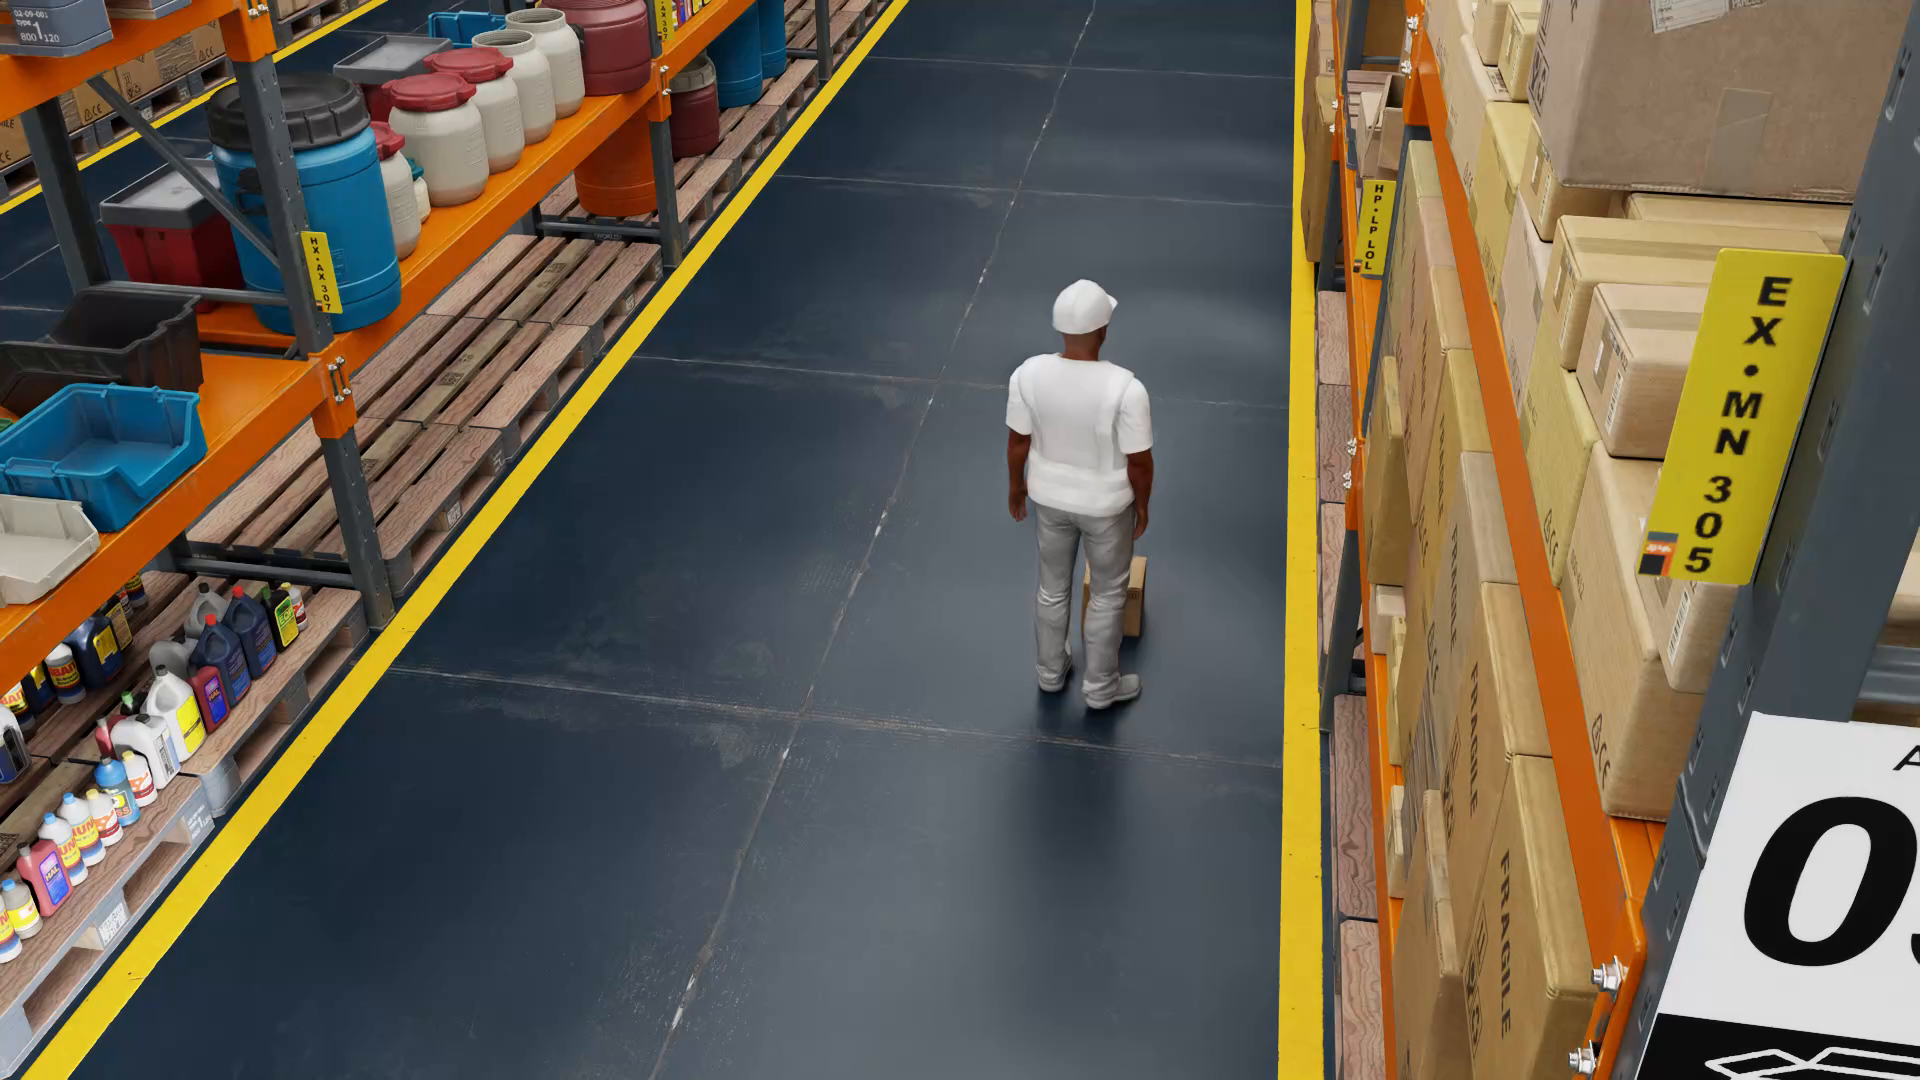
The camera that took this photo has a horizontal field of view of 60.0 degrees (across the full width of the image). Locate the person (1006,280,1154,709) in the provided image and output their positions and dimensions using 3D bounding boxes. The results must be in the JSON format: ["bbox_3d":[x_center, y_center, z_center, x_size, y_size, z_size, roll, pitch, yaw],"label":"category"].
[{"bbox_3d":[0.459,-0.164,6.375,0.583,1.788,0.370,13,34,19],"label":"person"}]
